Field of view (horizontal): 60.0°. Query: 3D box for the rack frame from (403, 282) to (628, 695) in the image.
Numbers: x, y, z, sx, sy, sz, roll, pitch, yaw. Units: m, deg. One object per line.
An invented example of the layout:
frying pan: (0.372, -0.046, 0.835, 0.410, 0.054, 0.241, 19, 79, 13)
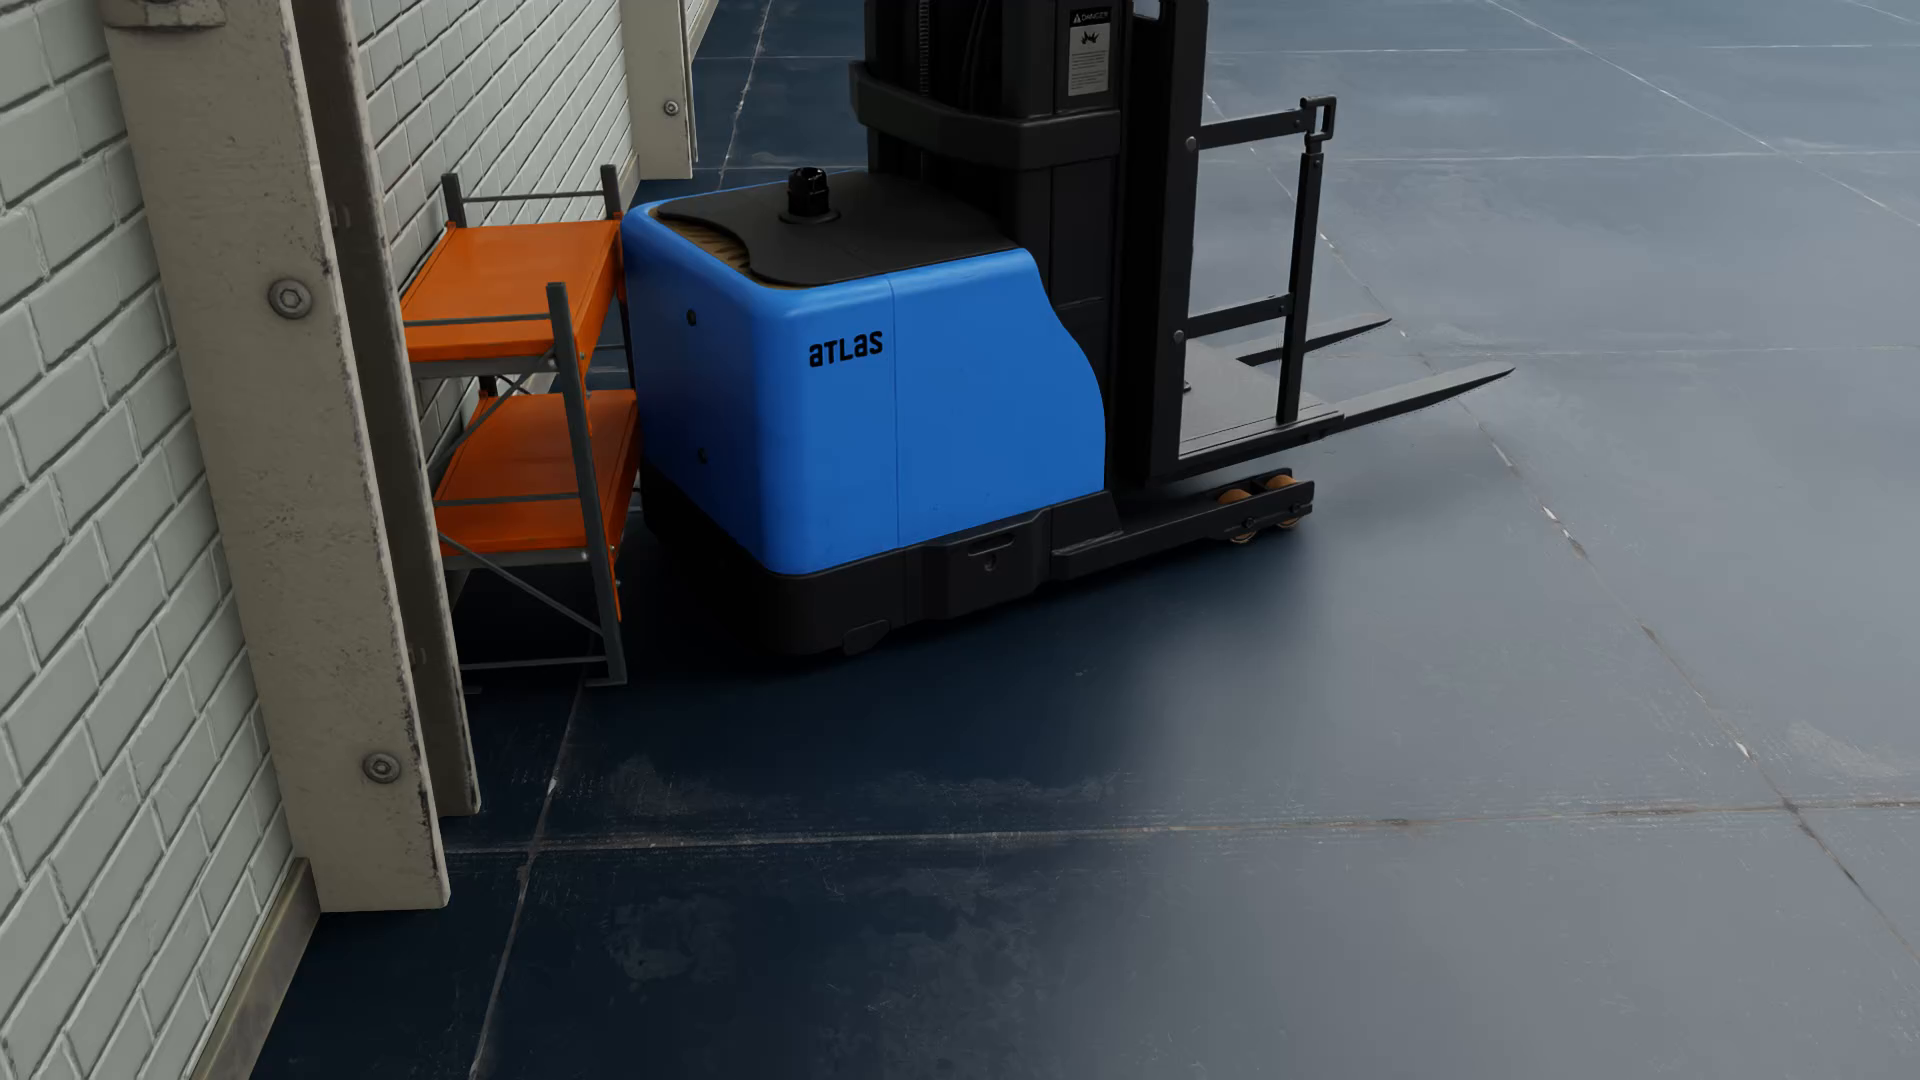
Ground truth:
rack frame: (-1.167, -0.098, 4.202, 0.500, 1.125, 0.032, -4, 28, -2)

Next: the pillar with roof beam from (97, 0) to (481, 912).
pillar with roof beam: (2.994, -3.366, 1.974, 9.100, 9.000, 0.400, -1, 28, -3)

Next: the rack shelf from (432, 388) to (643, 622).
rack shelf: (-1.190, -0.124, 4.765, 0.538, 0.278, 1.000, -4, 28, -2)

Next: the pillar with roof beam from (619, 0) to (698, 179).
pillar with roof beam: (2.681, -6.137, 7.286, 9.100, 9.000, 0.400, -1, 28, -3)

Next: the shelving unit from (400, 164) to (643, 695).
shelving unit: (-1.199, -0.339, 4.649, 0.538, 1.125, 1.048, -4, 28, -2)

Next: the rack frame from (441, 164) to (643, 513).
rack frame: (-1.232, -0.579, 5.096, 0.500, 1.125, 0.032, -4, 28, -2)

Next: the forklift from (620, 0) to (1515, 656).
forklift: (0.532, -1.481, 4.920, 3.031, 2.935, 1.130, -16, 32, -28)

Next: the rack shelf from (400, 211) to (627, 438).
rack shelf: (-1.210, -0.596, 4.510, 0.538, 0.278, 1.000, -4, 28, -2)
